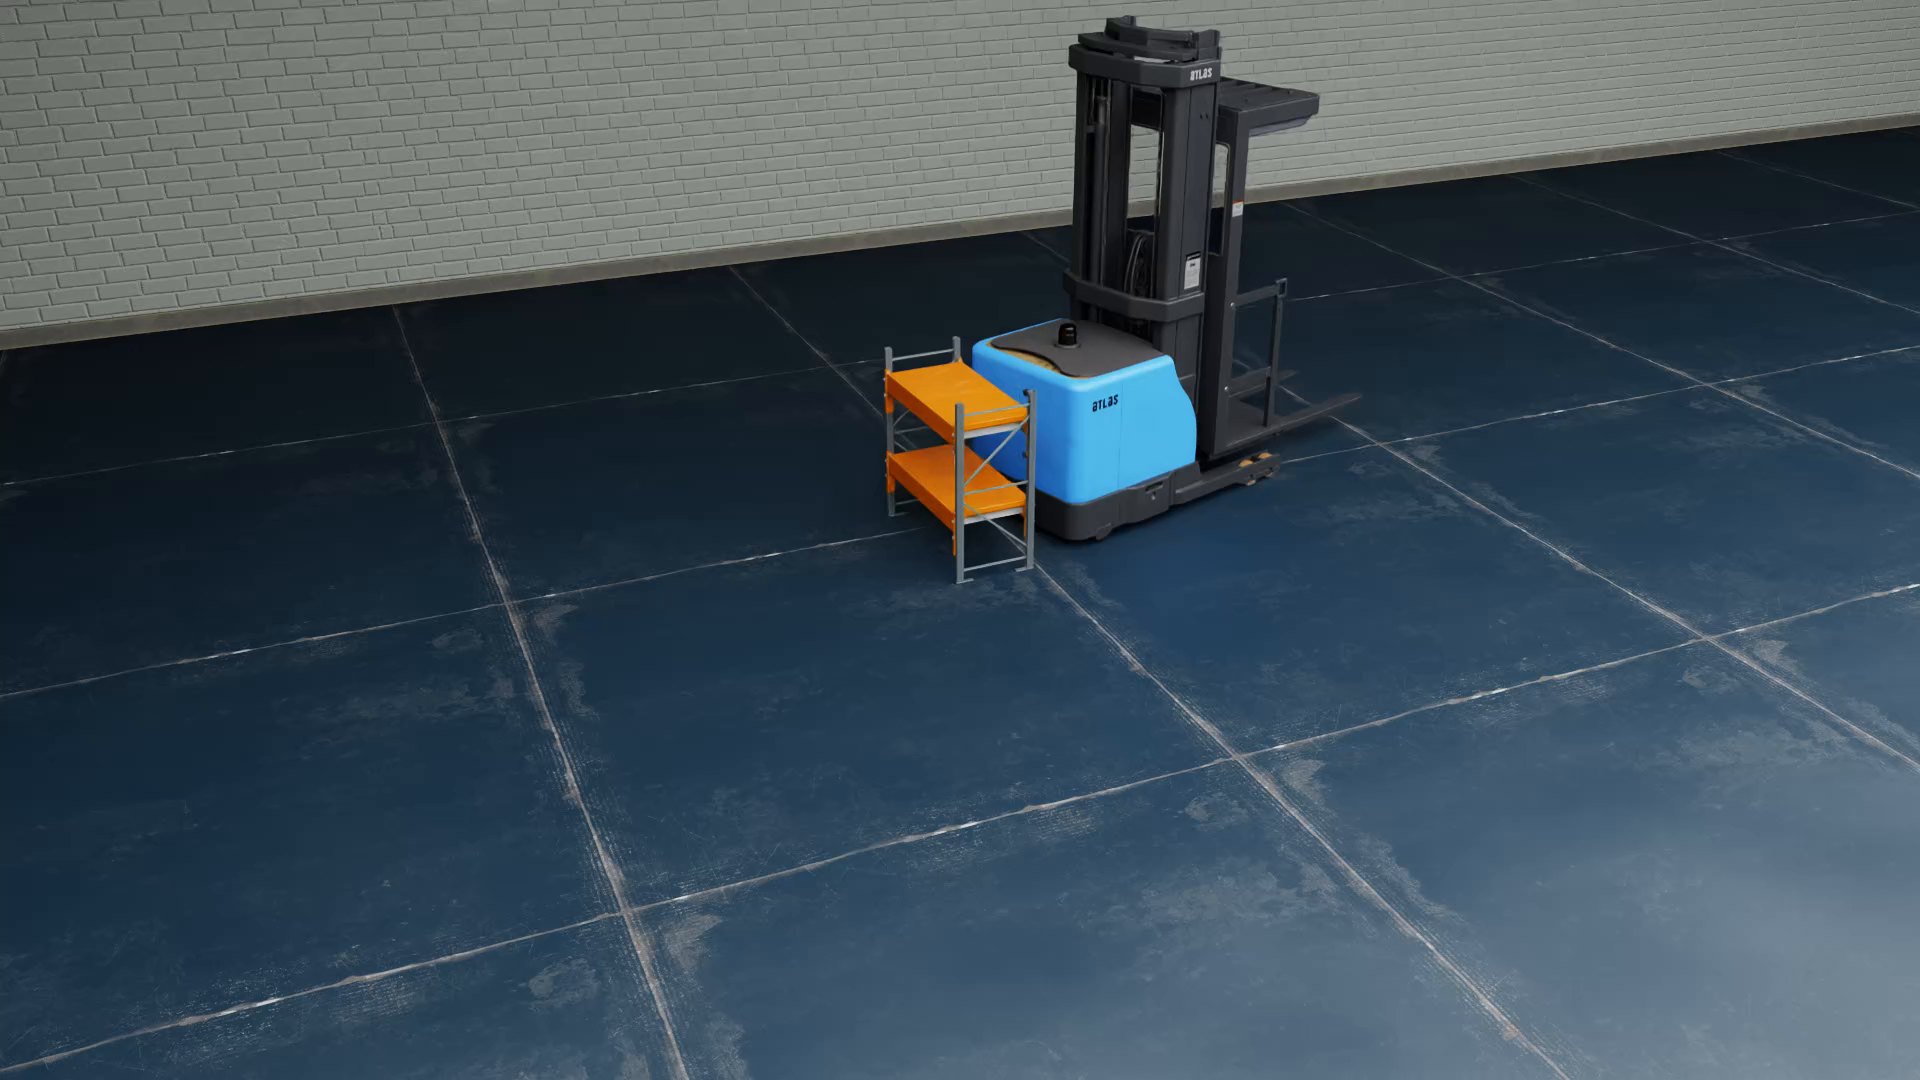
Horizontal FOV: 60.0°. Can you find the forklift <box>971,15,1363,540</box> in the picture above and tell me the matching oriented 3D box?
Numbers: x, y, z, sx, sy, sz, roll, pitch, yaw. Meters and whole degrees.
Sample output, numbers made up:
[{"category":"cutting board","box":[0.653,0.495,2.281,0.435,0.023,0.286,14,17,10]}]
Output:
[{"category":"forklift","box":[1.508,-1.834,10.667,3.031,2.935,1.130,-20,33,-36]}]

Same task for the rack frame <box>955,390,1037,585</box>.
[{"category":"rack frame","box":[0.203,-0.296,9.574,0.500,1.125,0.032,-12,28,-23]}]

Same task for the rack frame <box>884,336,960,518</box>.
[{"category":"rack frame","box":[-0.231,-0.699,10.401,0.500,1.125,0.032,-12,28,-23]}]

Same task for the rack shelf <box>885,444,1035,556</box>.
[{"category":"rack shelf","box":[-0.014,-0.278,10.095,0.538,0.278,1.000,-12,28,-23]}]

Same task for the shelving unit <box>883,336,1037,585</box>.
[{"category":"shelving unit","box":[-0.014,-0.498,9.987,0.538,1.125,1.048,-12,28,-23]}]

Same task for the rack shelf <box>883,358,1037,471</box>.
[{"category":"rack shelf","box":[-0.014,-0.761,9.859,0.538,0.278,1.000,-12,28,-23]}]
